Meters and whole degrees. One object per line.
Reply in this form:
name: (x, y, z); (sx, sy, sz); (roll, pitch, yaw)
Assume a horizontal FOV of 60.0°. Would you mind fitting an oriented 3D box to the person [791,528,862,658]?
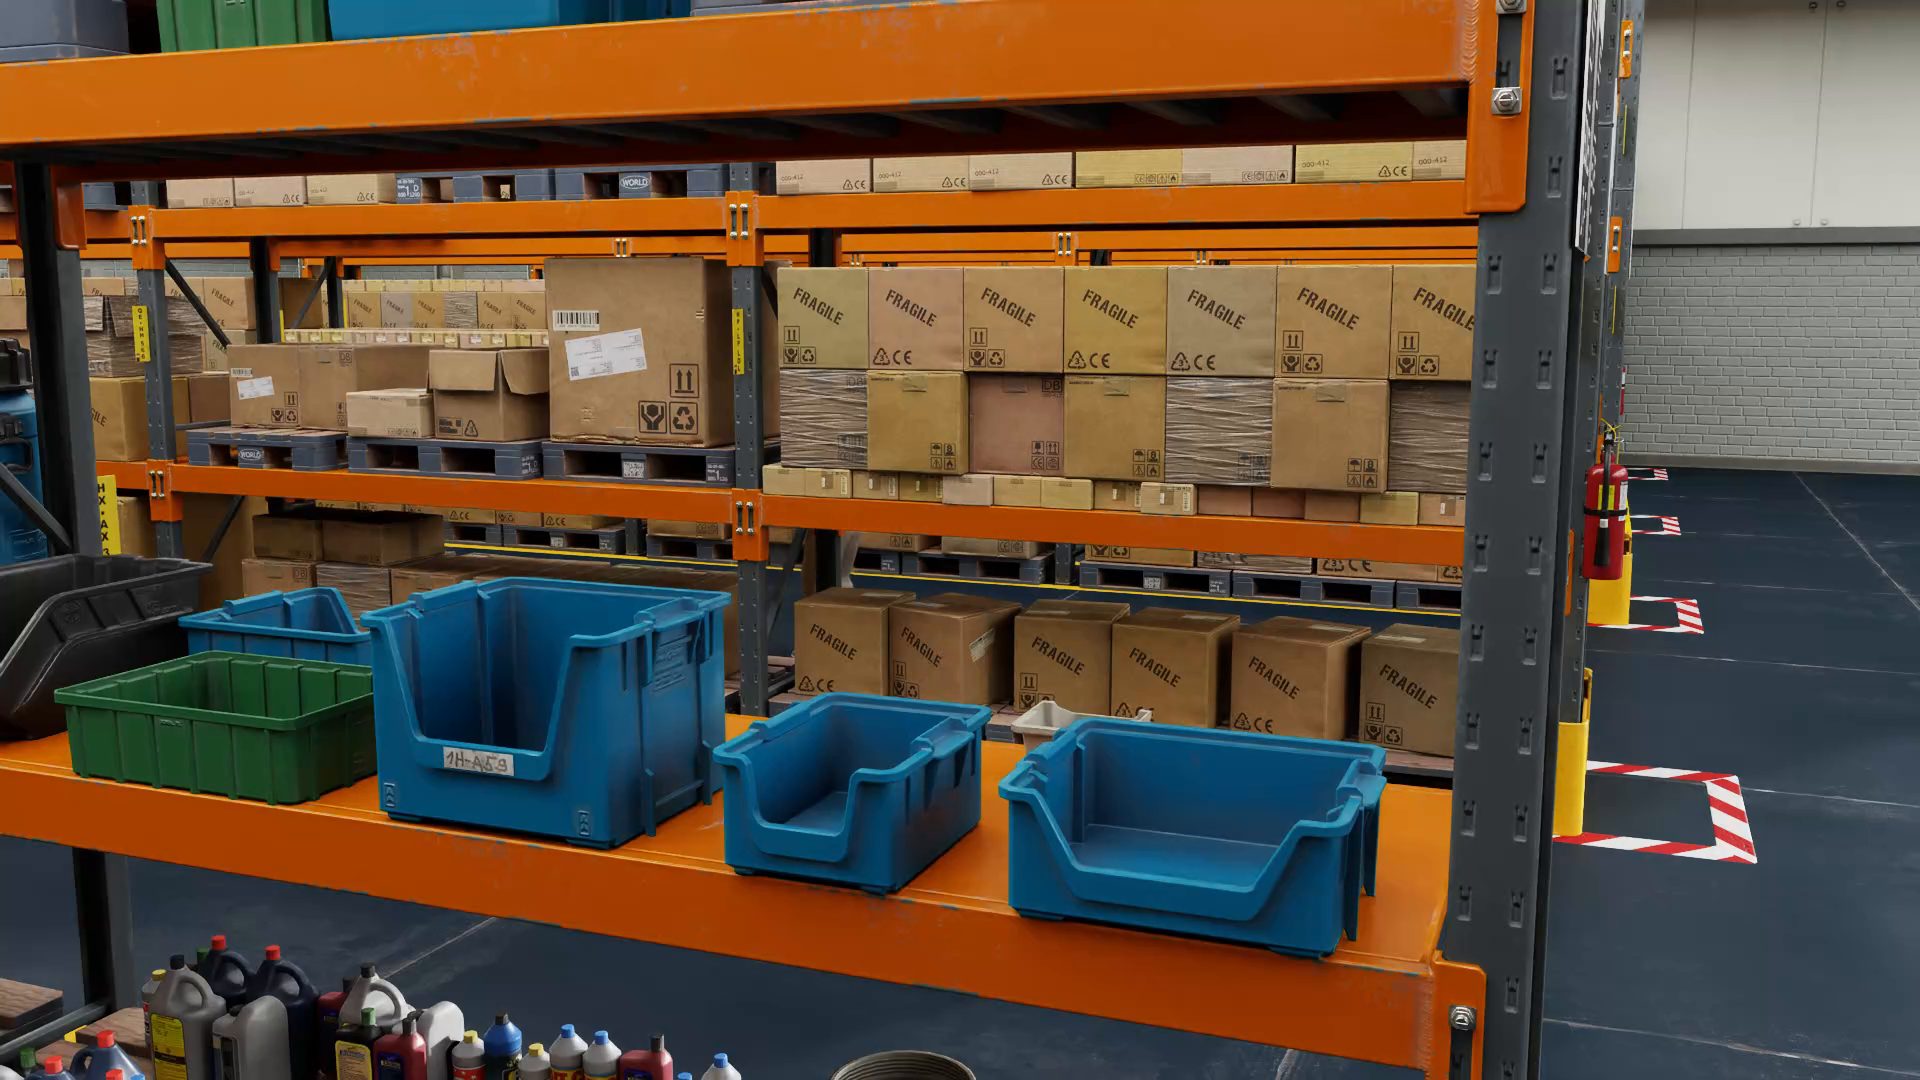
person: (-0.902, -0.094, 10.568); (0.537, 1.716, 0.494); (3, 9, 19)
